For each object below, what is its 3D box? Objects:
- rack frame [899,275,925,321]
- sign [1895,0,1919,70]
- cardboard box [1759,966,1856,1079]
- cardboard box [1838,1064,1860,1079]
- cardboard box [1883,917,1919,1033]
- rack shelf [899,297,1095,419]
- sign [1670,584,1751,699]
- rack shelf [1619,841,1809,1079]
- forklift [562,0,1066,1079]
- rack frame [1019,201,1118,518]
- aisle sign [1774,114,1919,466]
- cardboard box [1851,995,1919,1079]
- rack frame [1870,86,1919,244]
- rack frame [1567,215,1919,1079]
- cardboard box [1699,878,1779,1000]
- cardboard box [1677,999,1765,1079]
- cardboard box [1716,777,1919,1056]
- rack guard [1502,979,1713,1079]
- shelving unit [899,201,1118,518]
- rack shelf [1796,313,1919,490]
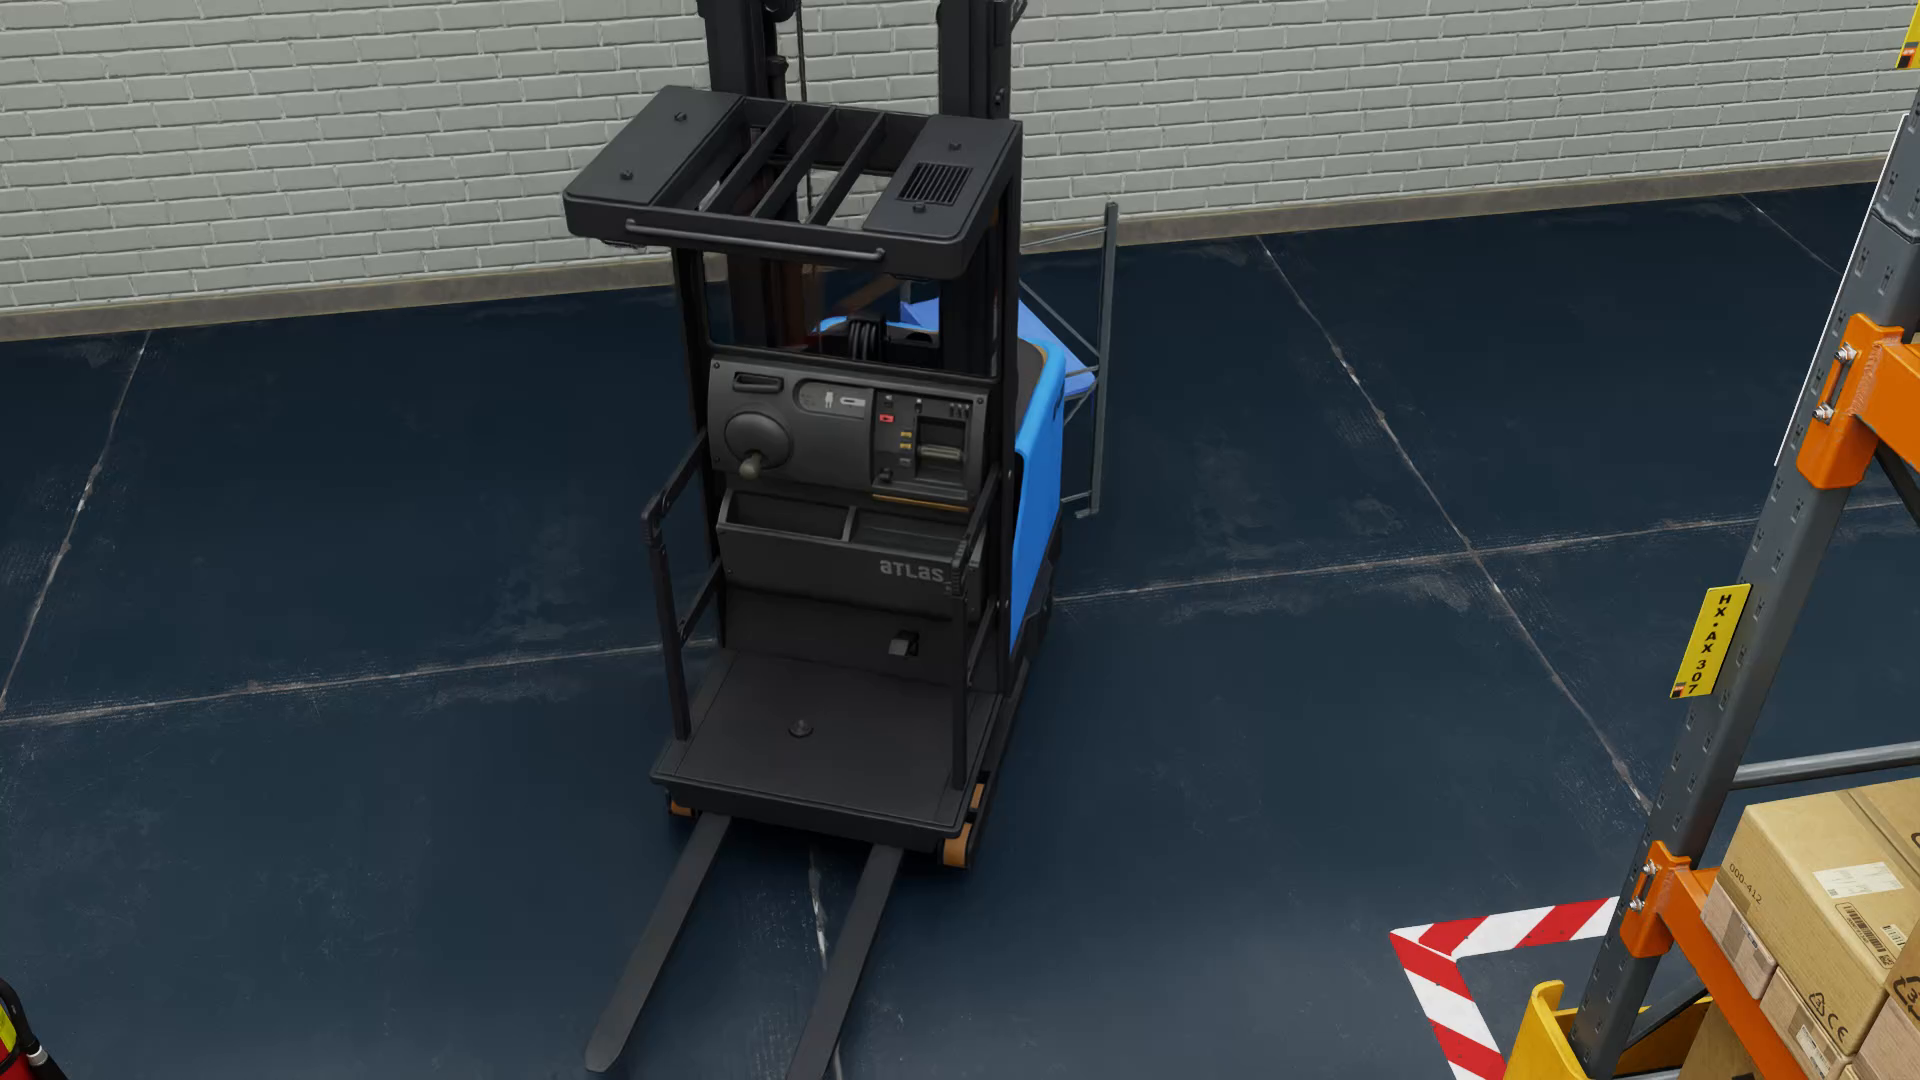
[{"bbox_3d":[-0.042,-1.230,7.611,0.500,1.500,0.032,-16,41,-19],"label":"rack frame"},{"bbox_3d":[1.685,-0.957,2.815,0.100,0.325,0.005,-6,38,-8],"label":"sign"},{"bbox_3d":[2.016,1.052,3.656,0.380,0.149,0.250,-7,38,-9],"label":"cardboard box"},{"bbox_3d":[2.061,1.206,3.457,0.380,0.149,0.250,-7,38,-9],"label":"cardboard box"},{"bbox_3d":[2.138,0.814,3.025,0.500,0.500,0.500,-7,38,-9],"label":"cardboard box"},{"bbox_3d":[0.172,-0.805,7.357,0.538,0.185,1.000,-16,41,-19],"label":"rack shelf"},{"bbox_3d":[1.685,0.231,3.738,0.100,0.325,0.005,-6,38,-8],"label":"sign"},{"bbox_3d":[2.583,2.040,2.766,1.077,0.370,4.000,-6,38,-8],"label":"rack shelf"},{"bbox_3d":[-0.419,-0.280,5.221,1.130,2.935,3.031,9,39,11],"label":"forklift"},{"bbox_3d":[0.386,-0.664,6.883,0.500,1.500,0.032,-16,41,-19],"label":"rack frame"},{"bbox_3d":[1.924,-0.490,3.317,0.394,0.787,0.004,-6,38,-8],"label":"aisle sign"},{"bbox_3d":[2.148,1.122,3.241,0.500,0.250,0.500,-7,38,-9],"label":"cardboard box"},{"bbox_3d":[2.232,-1.821,2.260,1.000,3.000,0.127,-6,38,-8],"label":"rack frame"},{"bbox_3d":[2.232,0.548,4.100,1.000,3.000,0.127,-6,38,-8],"label":"rack frame"},{"bbox_3d":[1.970,0.897,3.855,0.380,0.149,0.250,-6,38,-7],"label":"cardboard box"},{"bbox_3d":[2.423,1.599,4.137,0.875,0.875,0.875,-6,38,-8],"label":"cardboard box"},{"bbox_3d":[2.050,0.808,3.644,0.500,0.250,0.500,-7,38,-9],"label":"cardboard box"},{"bbox_3d":[2.228,1.520,4.886,1.175,0.500,0.348,-6,38,-8],"label":"rack guard"},{"bbox_3d":[0.172,-0.947,7.247,0.538,1.500,1.048,-16,41,-19],"label":"shelving unit"},{"bbox_3d":[2.583,0.855,1.846,1.077,0.370,4.000,-6,38,-8],"label":"rack shelf"}]
